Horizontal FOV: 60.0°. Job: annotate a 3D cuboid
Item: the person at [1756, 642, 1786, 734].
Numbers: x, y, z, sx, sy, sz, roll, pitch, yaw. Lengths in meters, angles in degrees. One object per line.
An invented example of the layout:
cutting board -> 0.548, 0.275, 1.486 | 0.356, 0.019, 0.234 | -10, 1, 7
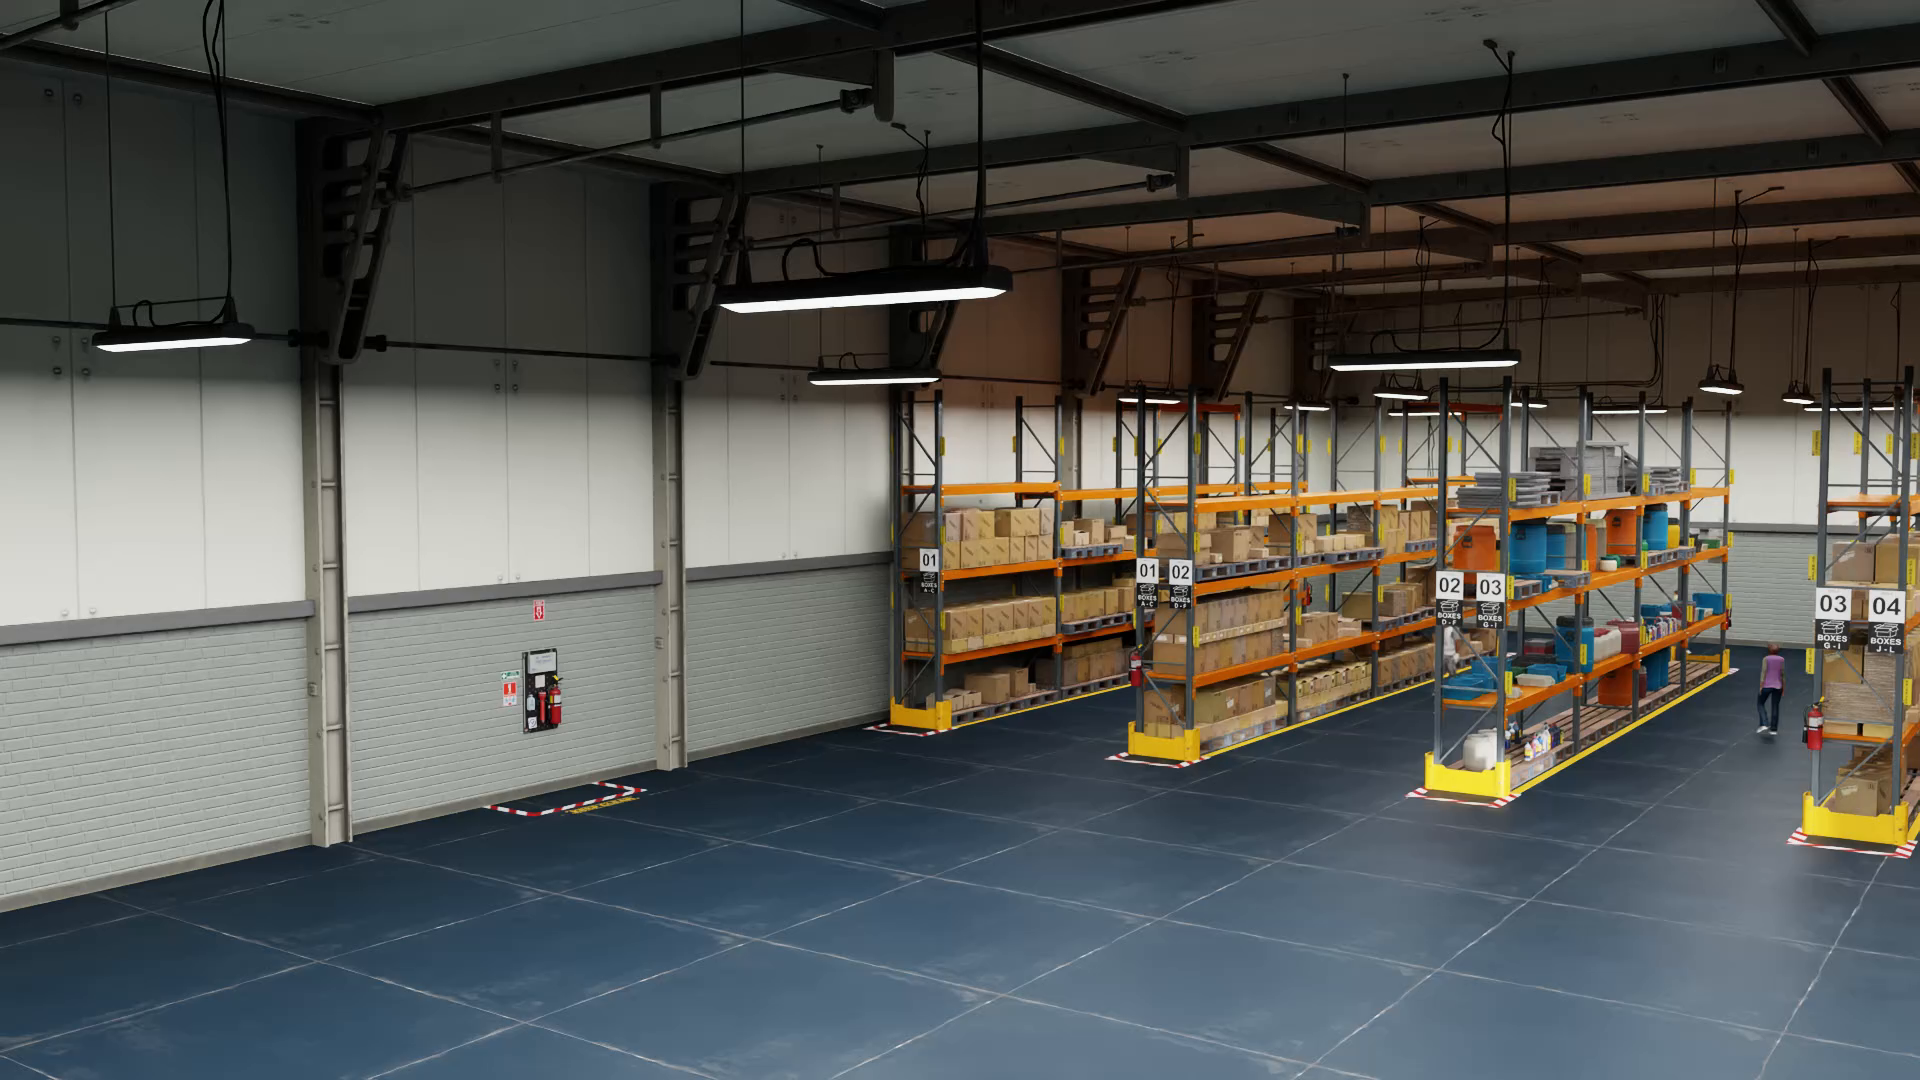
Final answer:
person -> 14.101, 2.585, 28.879 | 0.446, 1.612, 0.372 | 0, 3, 4

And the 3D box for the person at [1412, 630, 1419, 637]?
person -> 11.576, 1.813, 42.360 | 0.530, 1.585, 1.053 | 2, 4, 33

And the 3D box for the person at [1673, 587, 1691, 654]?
person -> 17.346, 1.898, 40.188 | 0.495, 1.666, 0.634 | -2, 4, -32

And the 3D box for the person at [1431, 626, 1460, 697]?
person -> 9.744, 2.259, 33.224 | 0.544, 1.740, 1.009 | 2, 4, 32
